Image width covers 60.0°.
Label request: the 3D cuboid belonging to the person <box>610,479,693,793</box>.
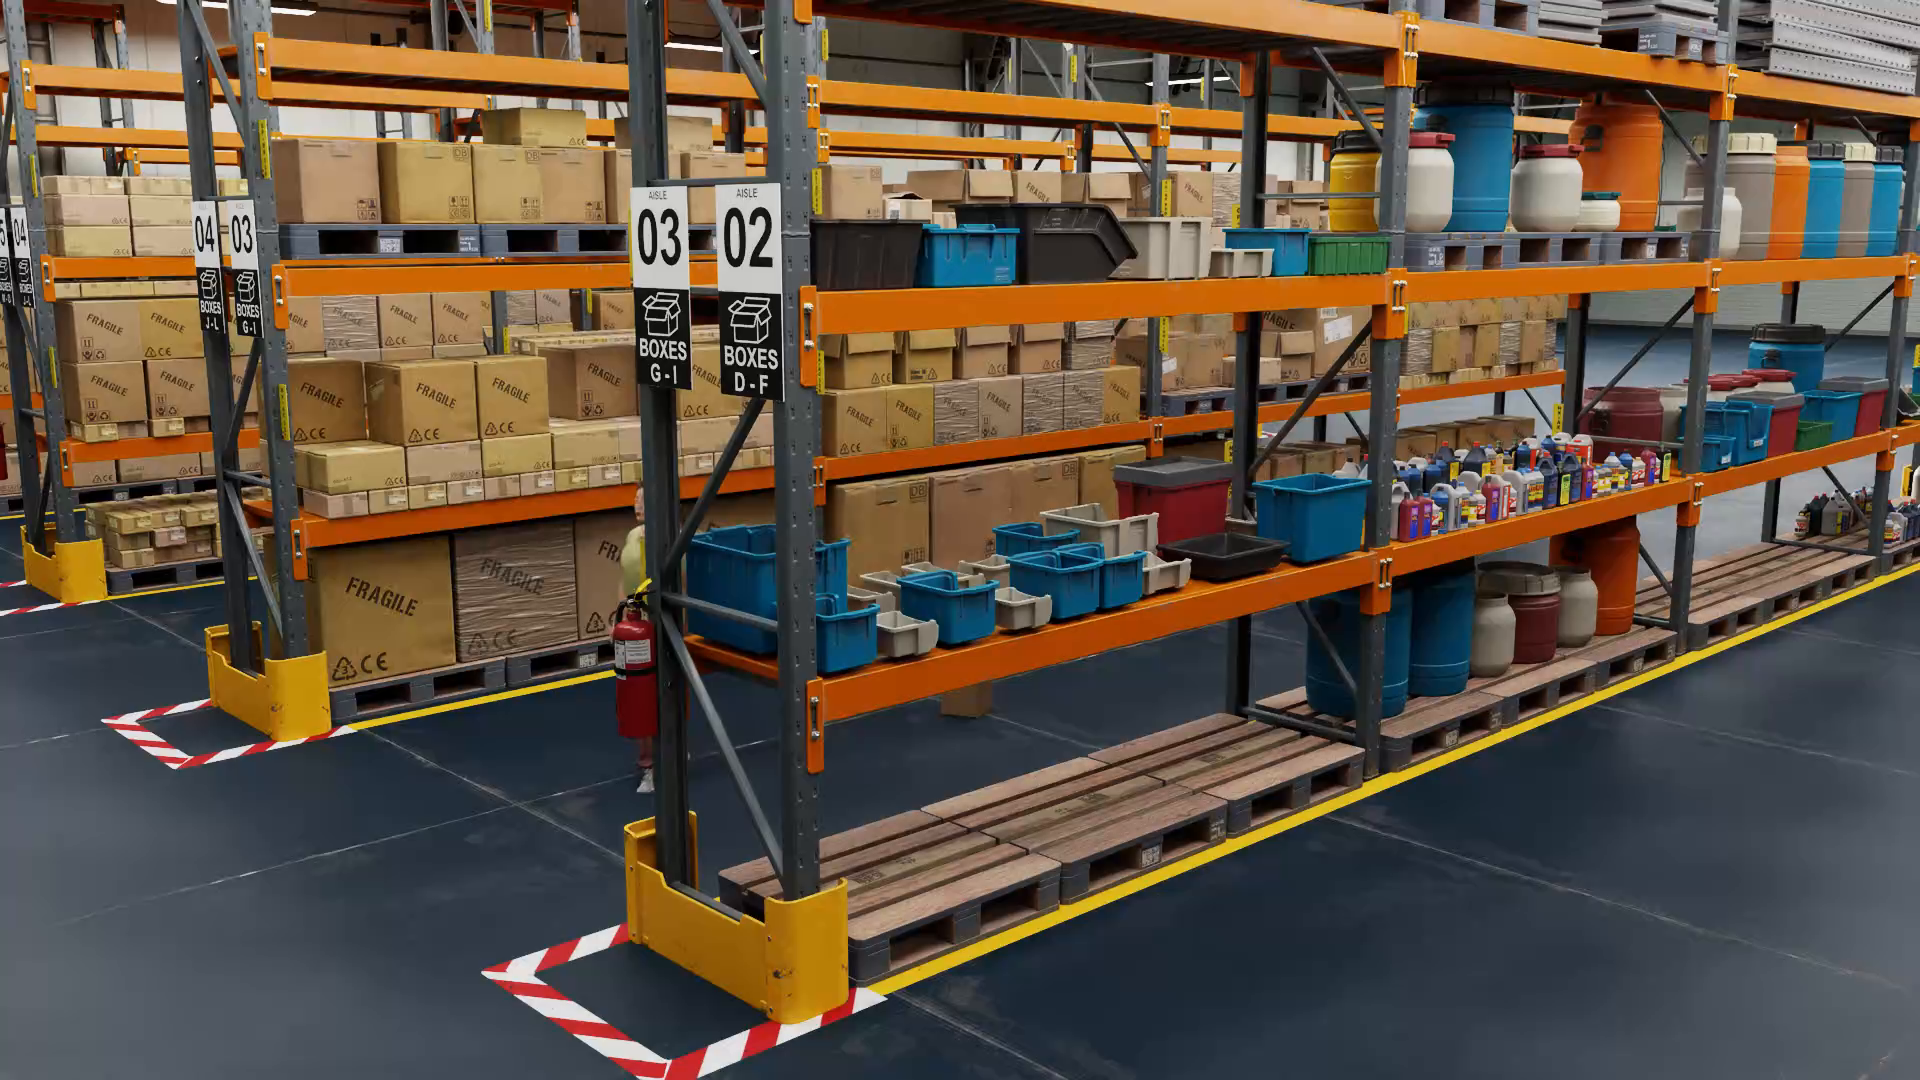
[{"bbox_3d":[-1.726,0.520,9.228,0.446,1.716,0.517,9,14,39],"label":"person"}]
